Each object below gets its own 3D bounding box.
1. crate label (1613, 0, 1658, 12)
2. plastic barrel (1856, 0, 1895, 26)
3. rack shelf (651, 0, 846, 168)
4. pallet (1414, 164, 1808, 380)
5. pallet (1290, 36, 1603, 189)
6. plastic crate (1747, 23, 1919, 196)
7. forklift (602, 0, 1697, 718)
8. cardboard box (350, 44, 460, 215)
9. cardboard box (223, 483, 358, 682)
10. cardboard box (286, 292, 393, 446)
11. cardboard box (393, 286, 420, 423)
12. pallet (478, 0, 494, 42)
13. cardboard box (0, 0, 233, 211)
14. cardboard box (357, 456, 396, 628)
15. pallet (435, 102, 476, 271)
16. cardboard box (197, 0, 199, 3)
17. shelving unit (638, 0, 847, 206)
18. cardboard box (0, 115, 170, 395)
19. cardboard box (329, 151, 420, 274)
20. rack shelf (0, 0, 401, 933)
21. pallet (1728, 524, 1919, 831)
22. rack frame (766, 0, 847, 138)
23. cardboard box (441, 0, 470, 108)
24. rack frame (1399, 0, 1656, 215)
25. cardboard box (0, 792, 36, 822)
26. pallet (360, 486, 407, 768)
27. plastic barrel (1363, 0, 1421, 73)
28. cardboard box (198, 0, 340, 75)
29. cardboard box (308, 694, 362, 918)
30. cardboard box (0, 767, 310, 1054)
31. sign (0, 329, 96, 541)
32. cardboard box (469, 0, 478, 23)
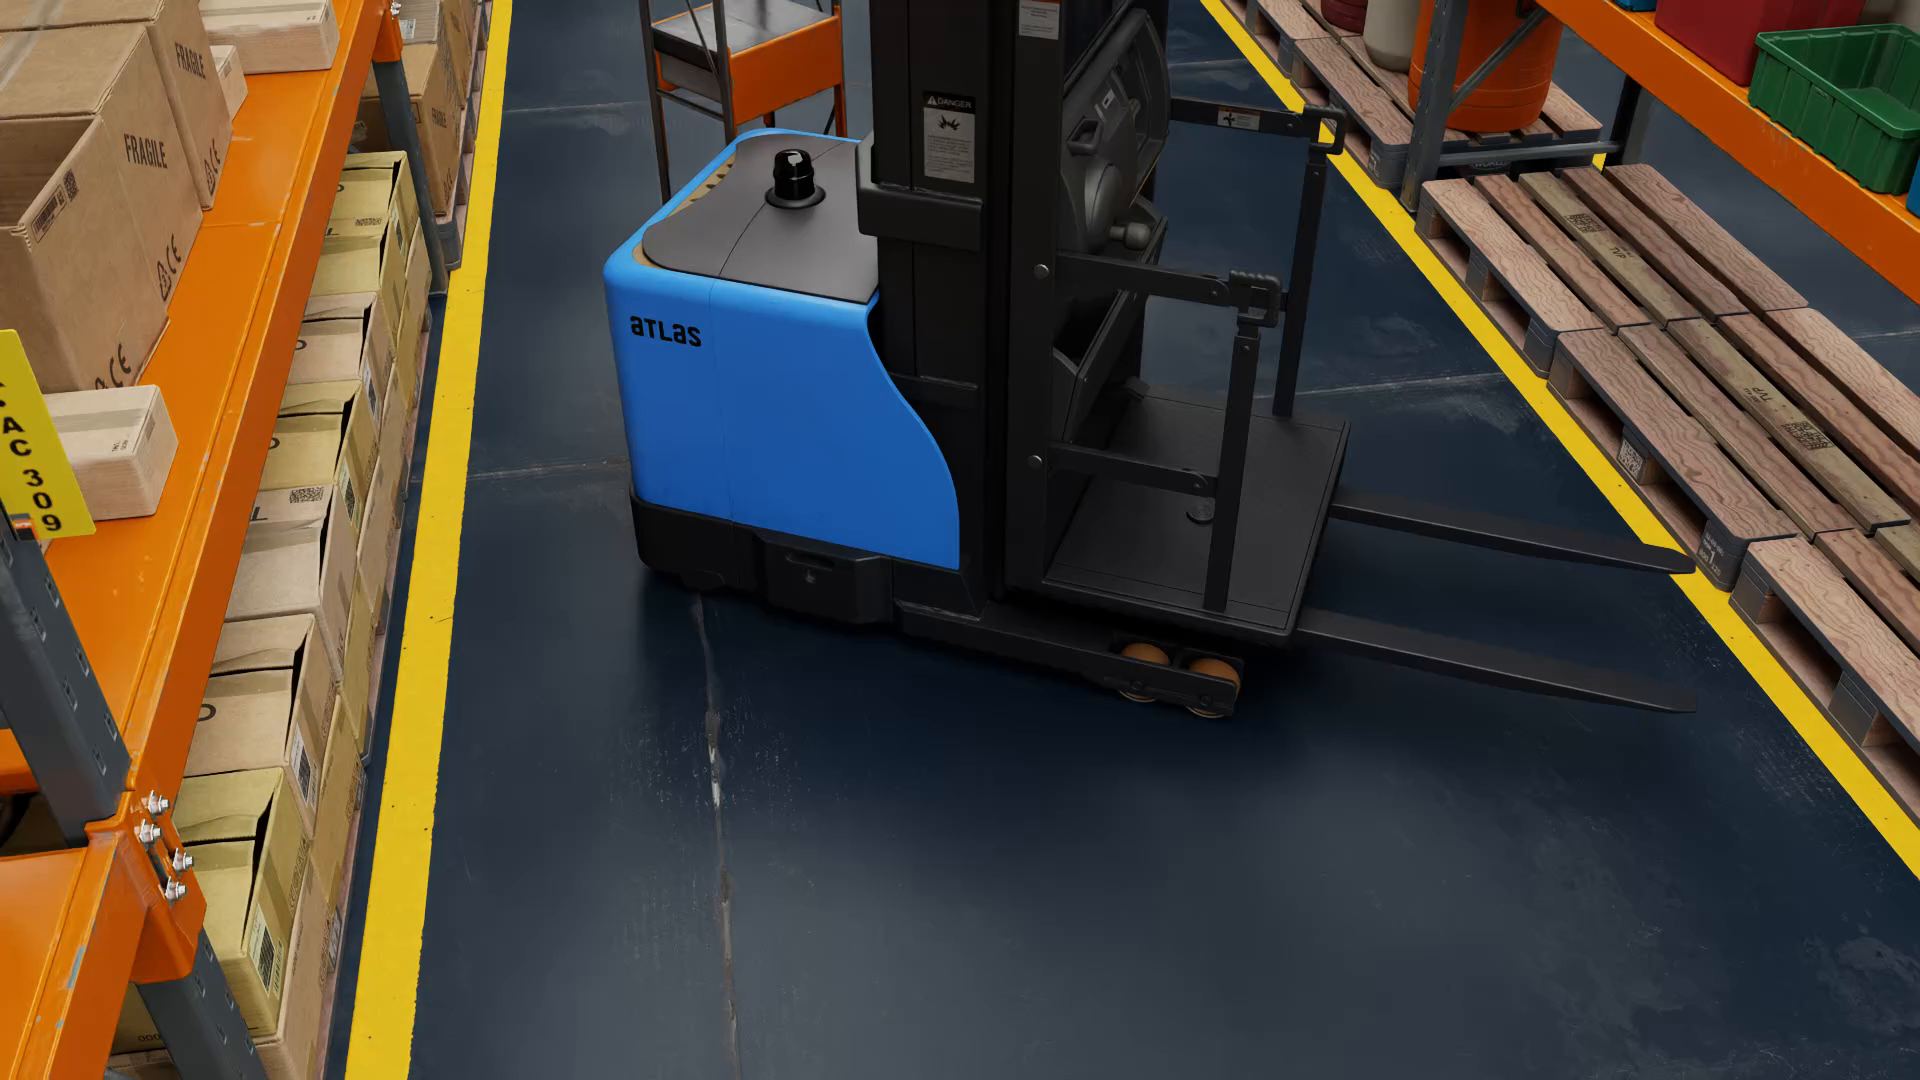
[{"bbox_3d":[2.288,-2.031,5.390,0.502,0.435,0.616,-6,38,-8],"label":"crate label"},{"bbox_3d":[2.844,-1.837,5.079,0.421,0.512,0.421,0,38,0],"label":"plastic barrel"},{"bbox_3d":[-0.698,-1.489,5.477,0.431,0.518,0.480,29,46,32],"label":"rack shelf"},{"bbox_3d":[2.477,-1.073,6.459,1.003,0.211,1.213,-6,38,-8],"label":"pallet"},{"bbox_3d":[2.201,-2.016,7.674,1.003,0.211,1.213,-6,38,-8],"label":"pallet"},{"bbox_3d":[2.498,-1.168,4.481,0.450,0.188,0.662,-6,38,-8],"label":"plastic crate"},{"bbox_3d":[0.589,-1.033,4.190,3.031,2.935,1.130,12,39,15],"label":"forklift"},{"bbox_3d":[-2.296,-1.608,6.553,0.500,0.500,0.500,-5,38,-6],"label":"cardboard box"},{"bbox_3d":[-1.798,0.107,4.109,0.500,0.311,0.500,-7,38,-9],"label":"cardboard box"},{"bbox_3d":[-1.980,-0.509,4.902,0.500,0.311,0.500,-6,38,-8],"label":"cardboard box"},{"bbox_3d":[-2.071,-0.593,5.467,0.500,0.250,0.500,-7,38,-8],"label":"cardboard box"},{"bbox_3d":[-3.019,-2.943,8.866,1.003,0.211,1.213,-6,38,-8],"label":"pallet"},{"bbox_3d":[-2.187,-1.143,4.195,0.500,0.500,0.500,-8,39,-10],"label":"cardboard box"},{"bbox_3d":[-1.893,0.021,4.676,0.500,0.250,0.500,-6,38,-7],"label":"cardboard box"},{"bbox_3d":[-2.591,-1.469,6.969,1.003,0.211,1.213,-6,38,-8],"label":"pallet"},{"bbox_3d":[-2.531,-1.519,4.833,0.500,0.311,0.500,-7,38,-8],"label":"cardboard box"},{"bbox_3d":[-0.698,-1.500,5.469,0.431,2.100,0.503,29,46,32],"label":"shelving unit"},{"bbox_3d":[-2.007,-0.523,3.396,0.500,0.500,0.500,-4,38,-5],"label":"cardboard box"},{"bbox_3d":[-2.163,-1.127,5.698,0.500,0.311,0.500,-5,38,-7],"label":"cardboard box"},{"bbox_3d":[-2.147,-0.623,4.194,1.077,0.370,4.000,-6,38,-8],"label":"rack shelf"},{"bbox_3d":[2.905,0.401,4.562,1.003,0.211,1.213,-6,38,-8],"label":"pallet"},{"bbox_3d":[-0.534,-1.611,5.612,0.400,2.100,0.015,29,46,32],"label":"rack frame"},{"bbox_3d":[-2.476,-2.227,7.350,0.500,0.500,0.500,-7,38,-9],"label":"cardboard box"},{"bbox_3d":[2.380,-2.646,6.211,1.000,3.000,0.127,-6,38,-8],"label":"rack frame"},{"bbox_3d":[-2.247,0.472,3.640,0.500,0.311,0.500,-5,38,-7],"label":"cardboard box"},{"bbox_3d":[-2.181,0.222,4.792,1.003,0.211,1.213,-6,38,-8],"label":"pallet"},{"bbox_3d":[2.090,-2.454,7.650,0.421,0.512,0.421,0,38,0],"label":"plastic barrel"},{"bbox_3d":[-2.068,-1.503,4.944,0.380,0.149,0.250,-6,38,-8],"label":"cardboard box"},{"bbox_3d":[-1.711,0.641,3.878,0.500,0.250,0.500,-5,38,-7],"label":"cardboard box"},{"bbox_3d":[-1.623,0.723,3.317,0.500,0.311,0.500,-6,38,-8],"label":"cardboard box"},{"bbox_3d":[-1.250,-0.133,2.206,0.100,0.325,0.005,-6,38,-8],"label":"sign"},{"bbox_3d":[-2.664,-2.848,8.150,0.500,0.500,0.500,-6,38,-7],"label":"cardboard box"}]
